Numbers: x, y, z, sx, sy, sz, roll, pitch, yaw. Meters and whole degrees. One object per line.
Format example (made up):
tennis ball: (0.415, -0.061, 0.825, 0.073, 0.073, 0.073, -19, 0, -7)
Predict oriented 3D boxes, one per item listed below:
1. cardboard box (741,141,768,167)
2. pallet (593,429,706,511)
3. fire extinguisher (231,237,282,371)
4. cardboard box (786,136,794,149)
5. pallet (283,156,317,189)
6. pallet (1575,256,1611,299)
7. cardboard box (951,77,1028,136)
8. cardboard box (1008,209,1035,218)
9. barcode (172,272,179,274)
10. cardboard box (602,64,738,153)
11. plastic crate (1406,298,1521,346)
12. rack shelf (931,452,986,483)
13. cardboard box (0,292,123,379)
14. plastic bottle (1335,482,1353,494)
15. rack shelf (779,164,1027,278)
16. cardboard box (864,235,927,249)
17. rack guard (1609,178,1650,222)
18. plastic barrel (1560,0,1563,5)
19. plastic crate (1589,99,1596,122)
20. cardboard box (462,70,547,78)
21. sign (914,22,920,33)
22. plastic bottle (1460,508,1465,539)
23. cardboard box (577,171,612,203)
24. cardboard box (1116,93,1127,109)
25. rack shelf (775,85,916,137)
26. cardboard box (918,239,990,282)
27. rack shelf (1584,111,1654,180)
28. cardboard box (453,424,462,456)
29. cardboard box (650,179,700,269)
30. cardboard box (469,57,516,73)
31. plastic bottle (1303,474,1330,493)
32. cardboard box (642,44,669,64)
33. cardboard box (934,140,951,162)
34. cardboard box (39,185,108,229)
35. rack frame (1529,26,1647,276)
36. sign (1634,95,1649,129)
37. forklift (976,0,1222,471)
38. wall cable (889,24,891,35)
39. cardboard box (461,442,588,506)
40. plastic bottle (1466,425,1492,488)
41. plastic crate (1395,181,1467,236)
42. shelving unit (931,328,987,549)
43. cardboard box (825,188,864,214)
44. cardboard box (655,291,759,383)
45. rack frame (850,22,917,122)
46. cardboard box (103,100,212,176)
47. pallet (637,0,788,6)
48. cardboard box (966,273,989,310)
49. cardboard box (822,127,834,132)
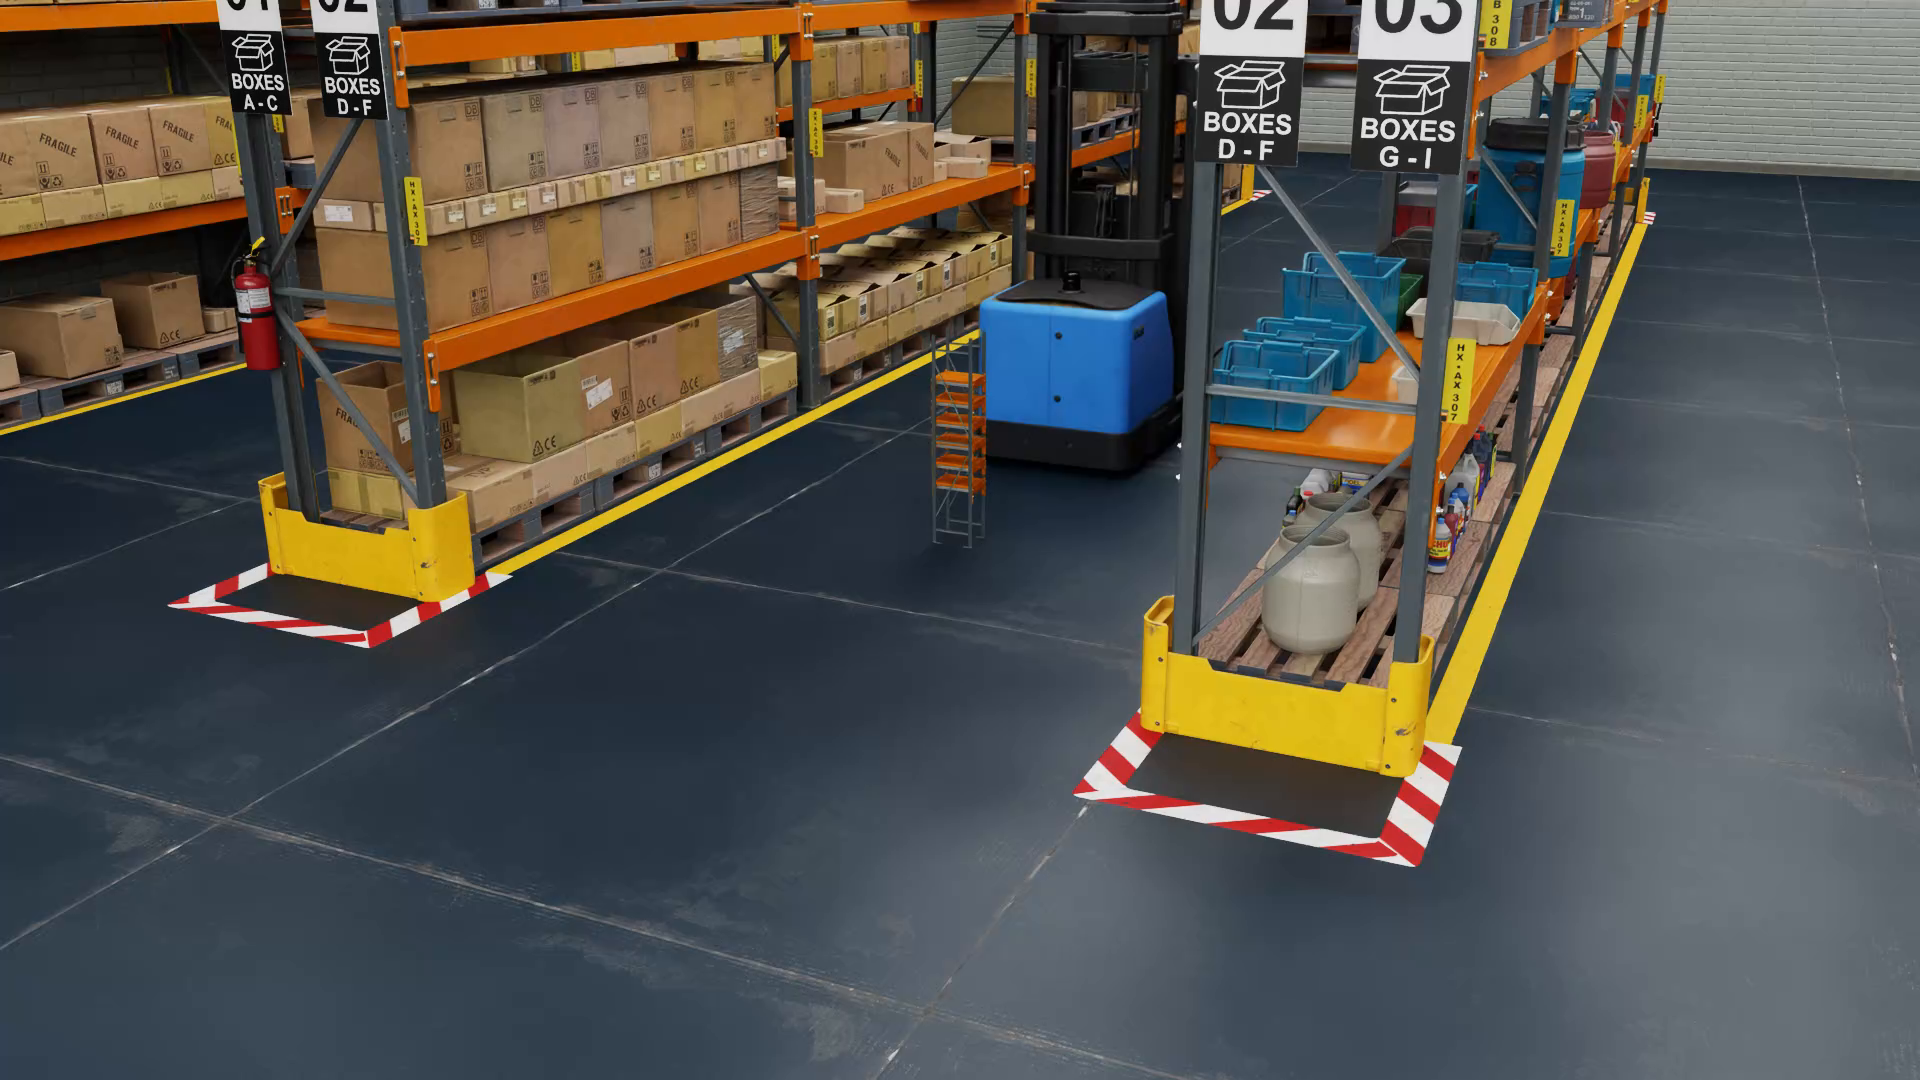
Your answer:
cardboard box: (-1.523, -2.613, 11.222, 0.380, 0.149, 0.250, 8, 21, 22)
pallet: (-2.366, -0.523, 10.623, 1.003, 0.211, 1.213, 9, 21, 23)
fire extinguisher: (-3.614, -1.216, 8.528, 0.296, 0.674, 0.183, 9, 21, 23)
cardboard box: (-2.042, -5.192, 21.728, 0.380, 0.149, 0.250, 9, 22, 25)
pallet: (-5.579, -3.250, 14.417, 1.003, 0.211, 1.213, 9, 21, 23)
pallet: (5.936, -2.669, 16.658, 1.003, 0.211, 1.213, 9, 21, 23)
cardboard box: (0.289, -4.124, 15.812, 0.700, 0.500, 0.500, 2, 20, 4)
cardboard box: (0.790, -2.961, 16.392, 0.500, 0.500, 0.500, 8, 21, 21)
barcode: (-6.465, -2.175, 13.704, 0.001, 0.075, 0.075, 9, 21, 23)
cardboard box: (-1.886, -2.815, 10.823, 0.700, 0.500, 0.500, 8, 21, 23)
plastic crate: (2.580, -1.112, 8.512, 0.530, 0.136, 0.437, 9, 21, 23)
rack shelf: (-0.006, -0.406, 9.310, 0.258, 0.103, 0.180, 9, 21, 23)
cardboard box: (-6.718, -1.524, 12.352, 0.700, 0.500, 0.500, 7, 21, 19)
plastic bottle: (2.105, -0.219, 9.126, 0.097, 0.201, 0.097, 0, 20, 0)
rack shelf: (-0.685, -2.721, 13.716, 1.077, 0.370, 4.000, 9, 21, 23)
cardboard box: (-0.556, -2.556, 14.819, 0.500, 0.311, 0.500, 8, 21, 21)
rack guard: (7.926, -4.267, 20.721, 1.175, 0.500, 0.348, 9, 21, 23)
plastic barrel: (4.344, -3.917, 11.737, 0.301, 0.262, 0.301, 0, 20, 0)
plastic crate: (7.083, -4.627, 18.089, 0.437, 0.282, 0.530, 9, 21, 23)
cardboard box: (-4.570, -4.459, 16.724, 0.700, 0.500, 0.500, 6, 20, 16)
sign: (-0.621, -7.373, 23.644, 0.100, 0.325, 0.005, 9, 21, 23)
plastic bottle: (2.624, -0.110, 8.822, 0.097, 0.201, 0.097, 0, 20, 0)
cardboard box: (-2.259, -2.062, 9.674, 0.380, 0.149, 0.250, 8, 21, 22)
cardboard box: (1.743, -5.129, 19.264, 0.500, 0.500, 0.500, 9, 21, 24)
rack shelf: (-1.930, -5.845, 22.500, 1.077, 0.370, 4.000, 9, 21, 23)
cardboard box: (-0.063, -2.484, 14.616, 0.500, 0.311, 0.500, 8, 21, 22)
rack shelf: (7.109, -4.485, 18.678, 1.077, 0.370, 4.000, 9, 21, 23)
cardboard box: (-2.998, -0.487, 9.837, 0.500, 0.250, 0.500, 9, 21, 23)
cardboard box: (-2.099, -2.044, 10.590, 0.700, 0.500, 0.500, 9, 21, 24)
cardboard box: (-4.619, -4.699, 16.433, 0.380, 0.149, 0.250, 5, 20, 14)
plastic bottle: (1.913, -0.206, 8.979, 0.152, 0.276, 0.135, 8, 21, 21)
cardboard box: (-3.545, -5.321, 18.211, 0.500, 0.250, 0.500, 9, 21, 23)
cardboard box: (-0.409, -3.382, 14.635, 0.500, 0.311, 0.500, 8, 21, 22)
cardboard box: (-6.550, -2.418, 11.985, 0.500, 0.250, 0.500, 9, 21, 23)
rack frame: (6.290, -4.213, 16.838, 1.000, 3.000, 0.127, 9, 21, 23)
sign: (6.791, -4.267, 16.578, 0.100, 0.325, 0.005, 9, 21, 23)
forklift: (1.152, -2.272, 11.482, 1.130, 2.935, 3.031, 8, 21, 22)
wall cable: (-1.449, -7.795, 25.394, 0.084, 1.984, 1.851, 9, 21, 23)
cardboard box: (-2.518, -0.414, 9.634, 0.500, 0.250, 0.500, 9, 21, 23)
plastic bottle: (3.013, -0.490, 9.667, 0.144, 0.351, 0.185, 8, 21, 21)
plastic crate: (2.933, -1.987, 10.485, 0.402, 0.464, 0.583, 9, 21, 23)
shelving unit: (-0.006, -0.561, 9.255, 0.258, 1.200, 0.189, 9, 21, 23)
cardboard box: (-0.954, -2.573, 12.601, 0.380, 0.149, 0.250, 9, 21, 23)
cardboard box: (-1.710, -1.381, 11.232, 0.500, 0.500, 0.500, 9, 21, 23)
rack frame: (-1.111, -6.795, 24.099, 1.000, 3.000, 0.127, 9, 21, 23)
cardboard box: (-6.135, -3.078, 12.723, 0.500, 0.500, 0.500, 8, 21, 22)
pallet: (-1.830, -3.555, 10.645, 1.003, 0.211, 1.213, 9, 21, 23)
cardboard box: (-0.067, -2.221, 14.714, 0.500, 0.250, 0.500, 8, 21, 22)
cardboard box: (-1.955, -5.571, 22.792, 0.380, 0.149, 0.250, 9, 21, 23)
